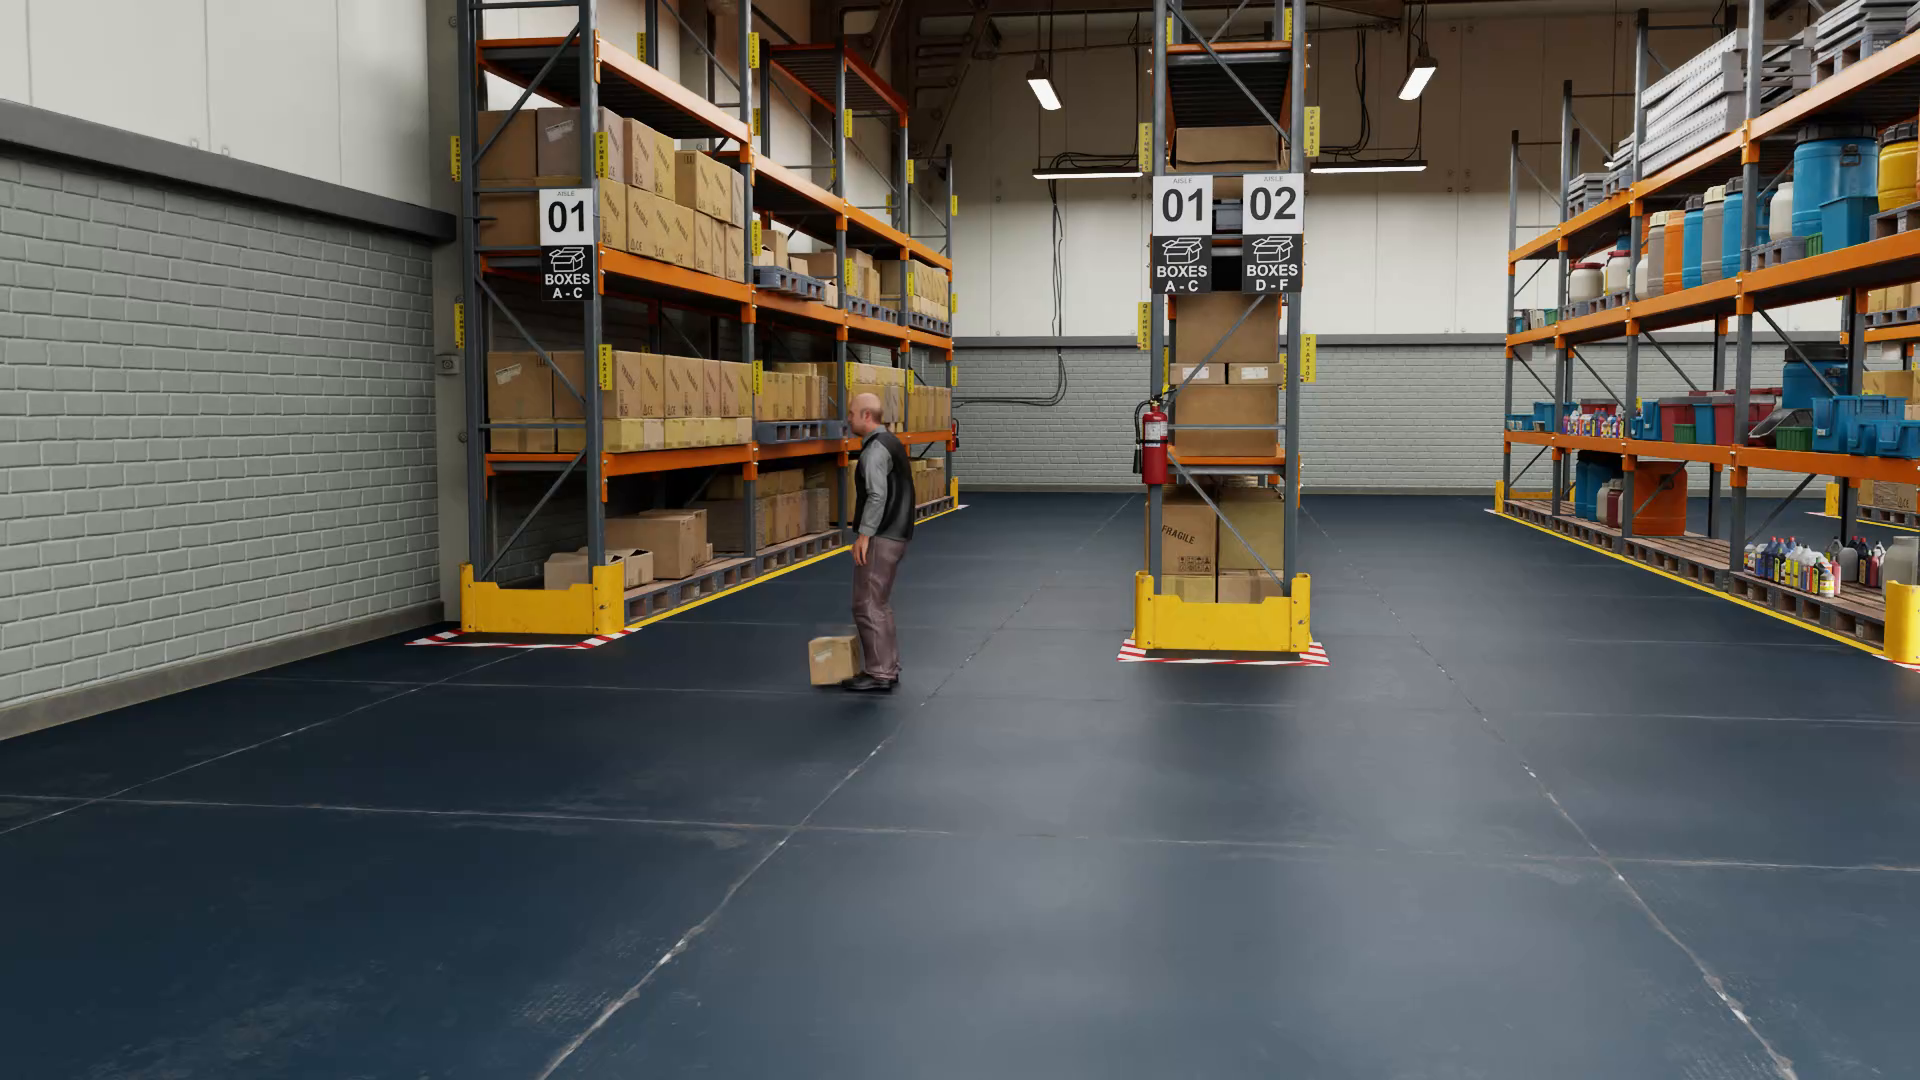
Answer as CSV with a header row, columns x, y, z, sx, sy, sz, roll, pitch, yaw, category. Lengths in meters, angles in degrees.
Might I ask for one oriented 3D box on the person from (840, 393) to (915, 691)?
x,y,z,sx,sy,sz,roll,pitch,yaw,category
-0.470,0.005,9.715,0.420,1.722,0.569,1,4,7,person
